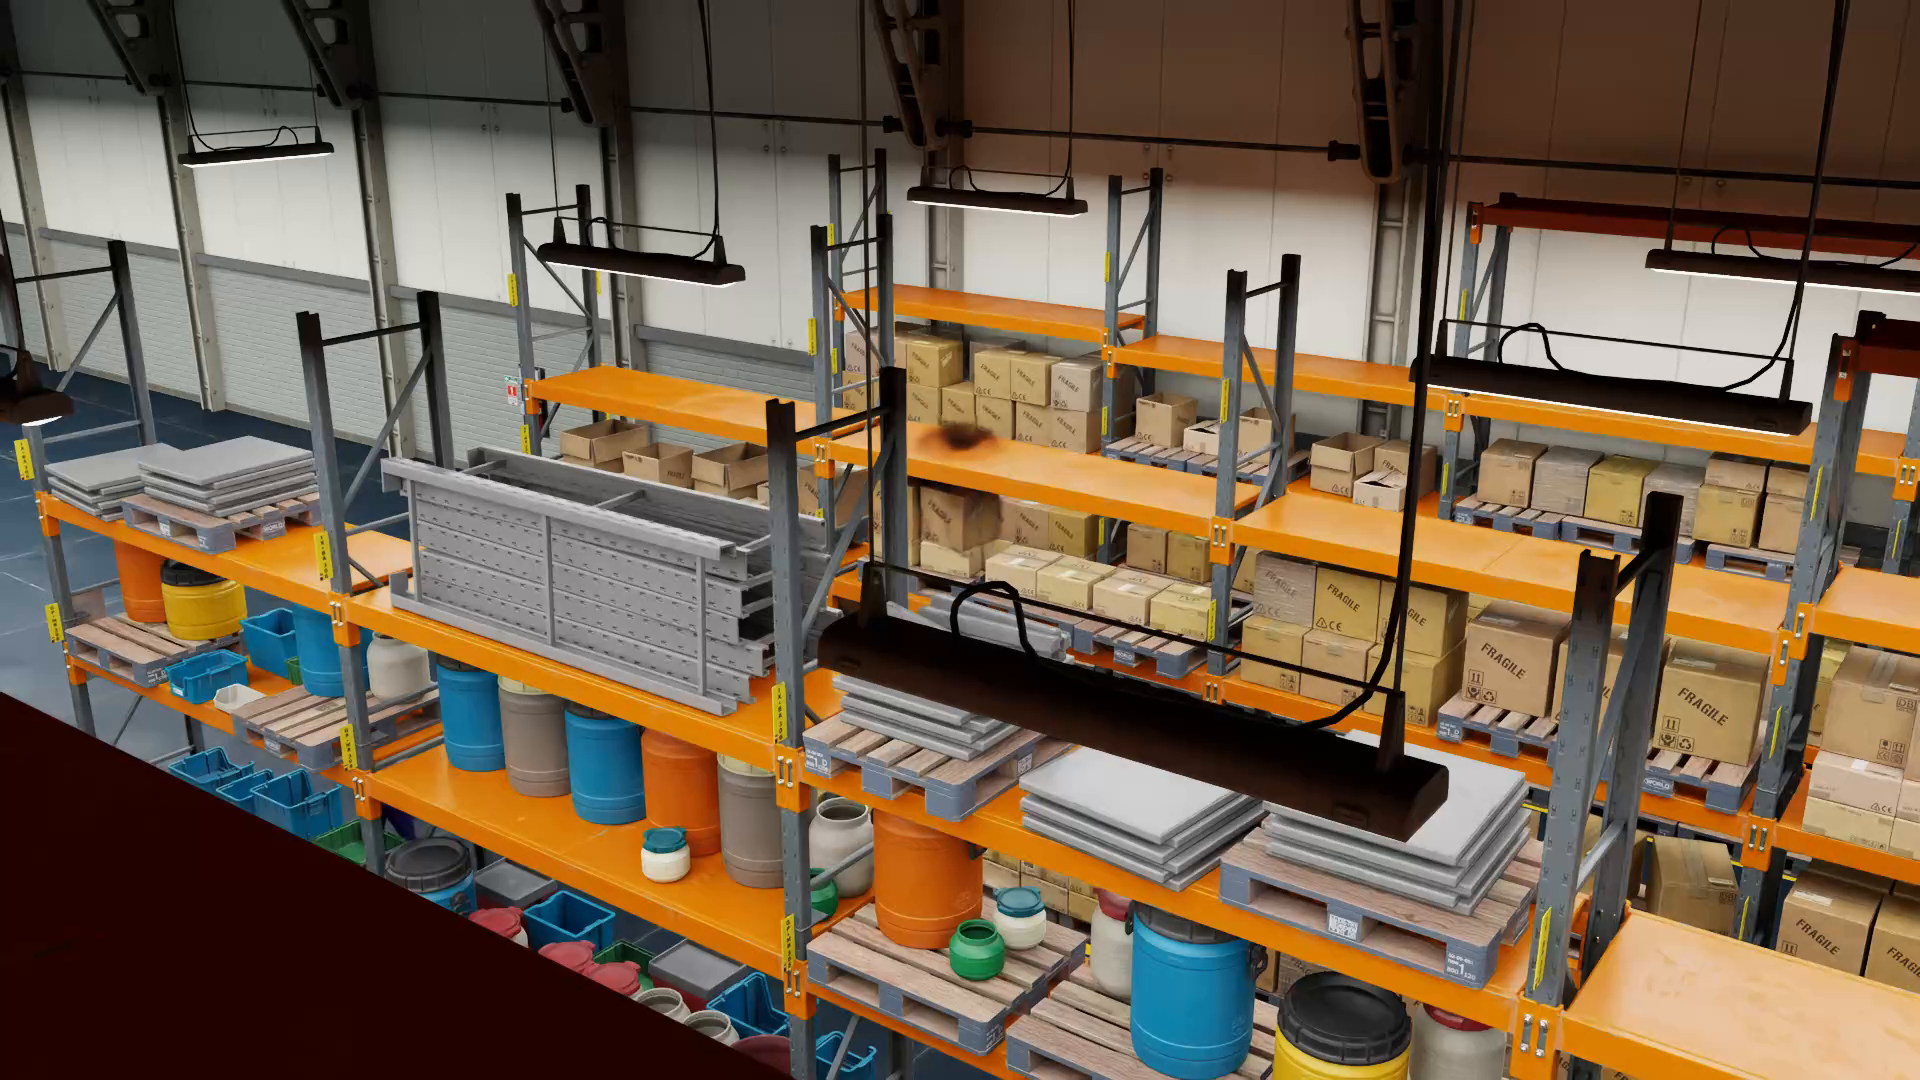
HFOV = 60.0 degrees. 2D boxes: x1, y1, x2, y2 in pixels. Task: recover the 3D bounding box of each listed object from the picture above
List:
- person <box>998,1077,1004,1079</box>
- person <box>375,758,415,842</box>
[{"bbox_3d":[0.428,3.716,11.362,0.632,1.671,1.026,-17,25,-41],"label":"person"},{"bbox_3d":[-5.306,2.402,15.378,0.579,1.636,0.396,6,19,16],"label":"person"}]
